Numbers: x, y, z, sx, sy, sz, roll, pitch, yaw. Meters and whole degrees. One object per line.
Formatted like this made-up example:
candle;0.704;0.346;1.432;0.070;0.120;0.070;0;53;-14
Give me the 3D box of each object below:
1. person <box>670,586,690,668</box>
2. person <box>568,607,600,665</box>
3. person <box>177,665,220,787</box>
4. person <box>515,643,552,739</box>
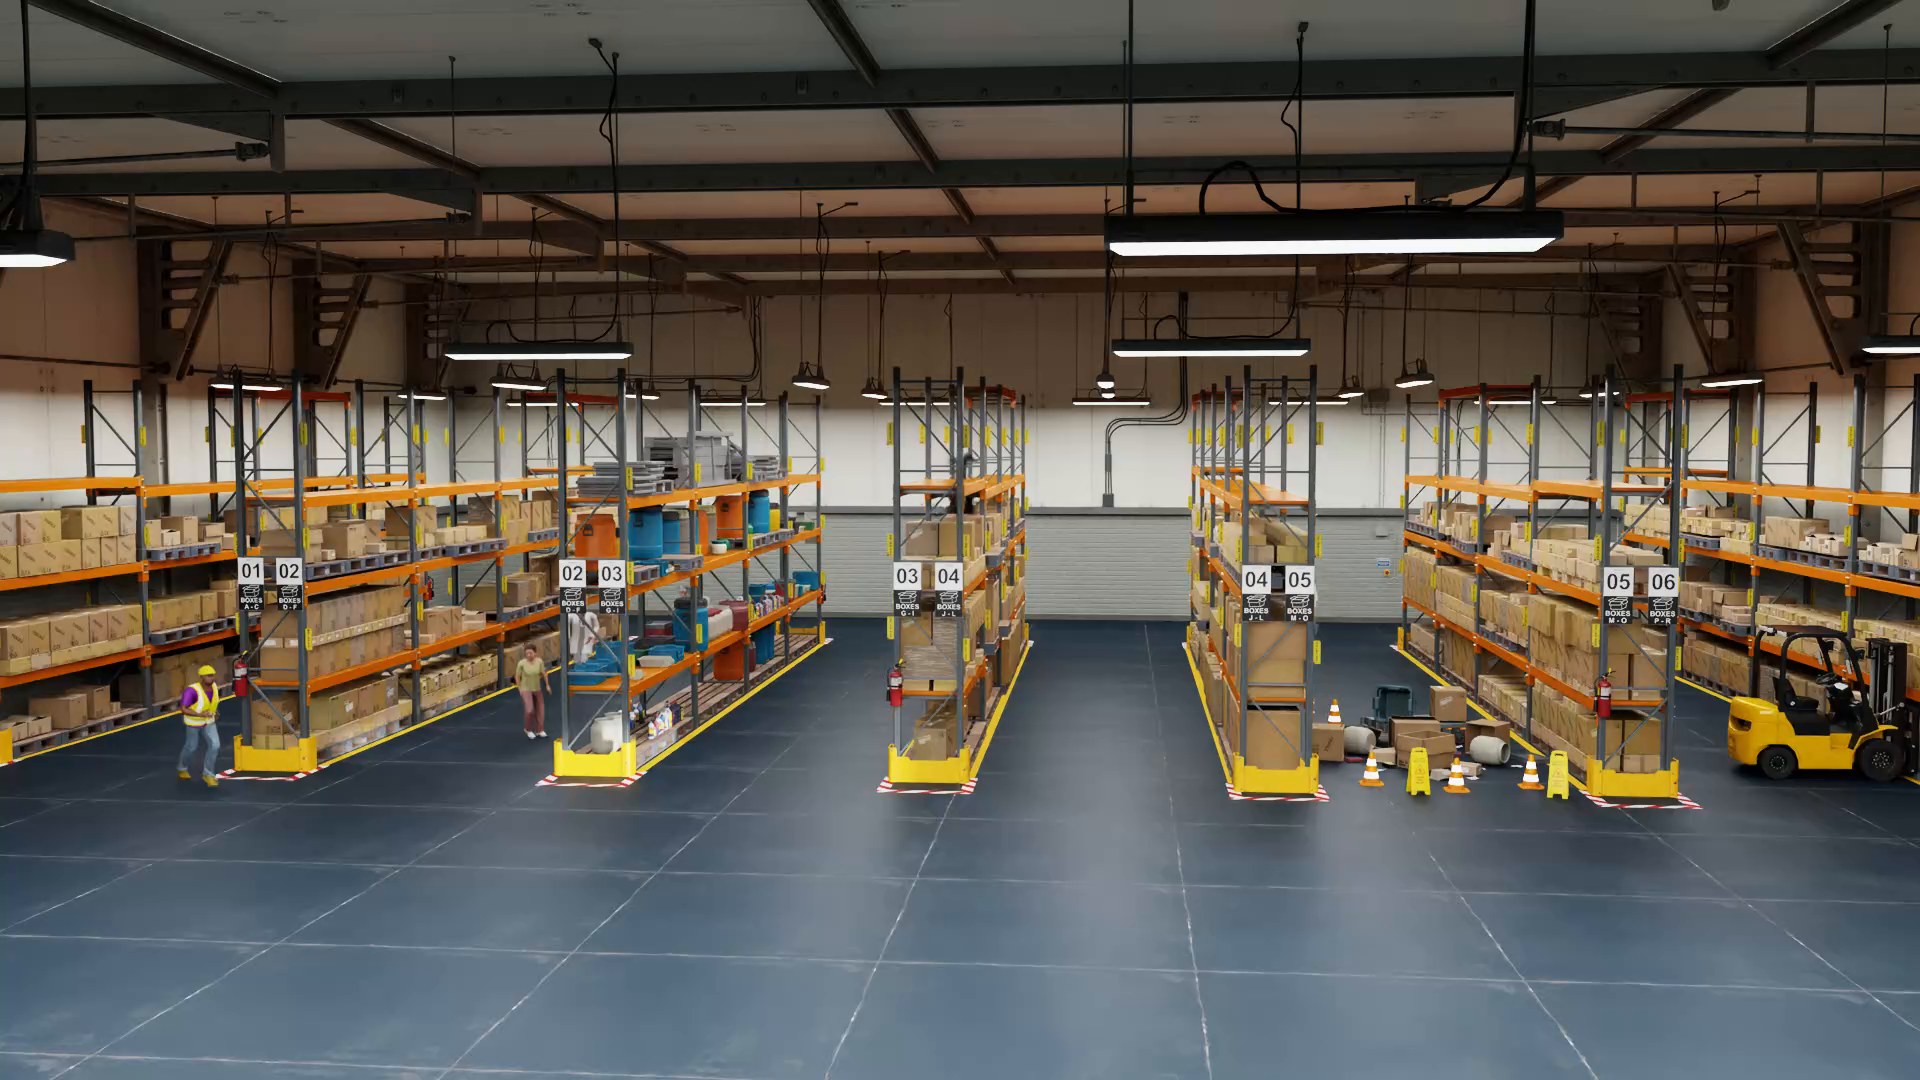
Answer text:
person;-5.982;1.891;36.090;0.615;1.813;0.832;1;4;18
person;-7.631;2.118;33.521;0.721;1.618;0.704;-1;4;-13
person;-10.972;2.669;23.913;0.908;1.768;0.693;2;4;32
person;-7.097;2.492;27.575;0.569;1.611;0.547;-3;5;-38
